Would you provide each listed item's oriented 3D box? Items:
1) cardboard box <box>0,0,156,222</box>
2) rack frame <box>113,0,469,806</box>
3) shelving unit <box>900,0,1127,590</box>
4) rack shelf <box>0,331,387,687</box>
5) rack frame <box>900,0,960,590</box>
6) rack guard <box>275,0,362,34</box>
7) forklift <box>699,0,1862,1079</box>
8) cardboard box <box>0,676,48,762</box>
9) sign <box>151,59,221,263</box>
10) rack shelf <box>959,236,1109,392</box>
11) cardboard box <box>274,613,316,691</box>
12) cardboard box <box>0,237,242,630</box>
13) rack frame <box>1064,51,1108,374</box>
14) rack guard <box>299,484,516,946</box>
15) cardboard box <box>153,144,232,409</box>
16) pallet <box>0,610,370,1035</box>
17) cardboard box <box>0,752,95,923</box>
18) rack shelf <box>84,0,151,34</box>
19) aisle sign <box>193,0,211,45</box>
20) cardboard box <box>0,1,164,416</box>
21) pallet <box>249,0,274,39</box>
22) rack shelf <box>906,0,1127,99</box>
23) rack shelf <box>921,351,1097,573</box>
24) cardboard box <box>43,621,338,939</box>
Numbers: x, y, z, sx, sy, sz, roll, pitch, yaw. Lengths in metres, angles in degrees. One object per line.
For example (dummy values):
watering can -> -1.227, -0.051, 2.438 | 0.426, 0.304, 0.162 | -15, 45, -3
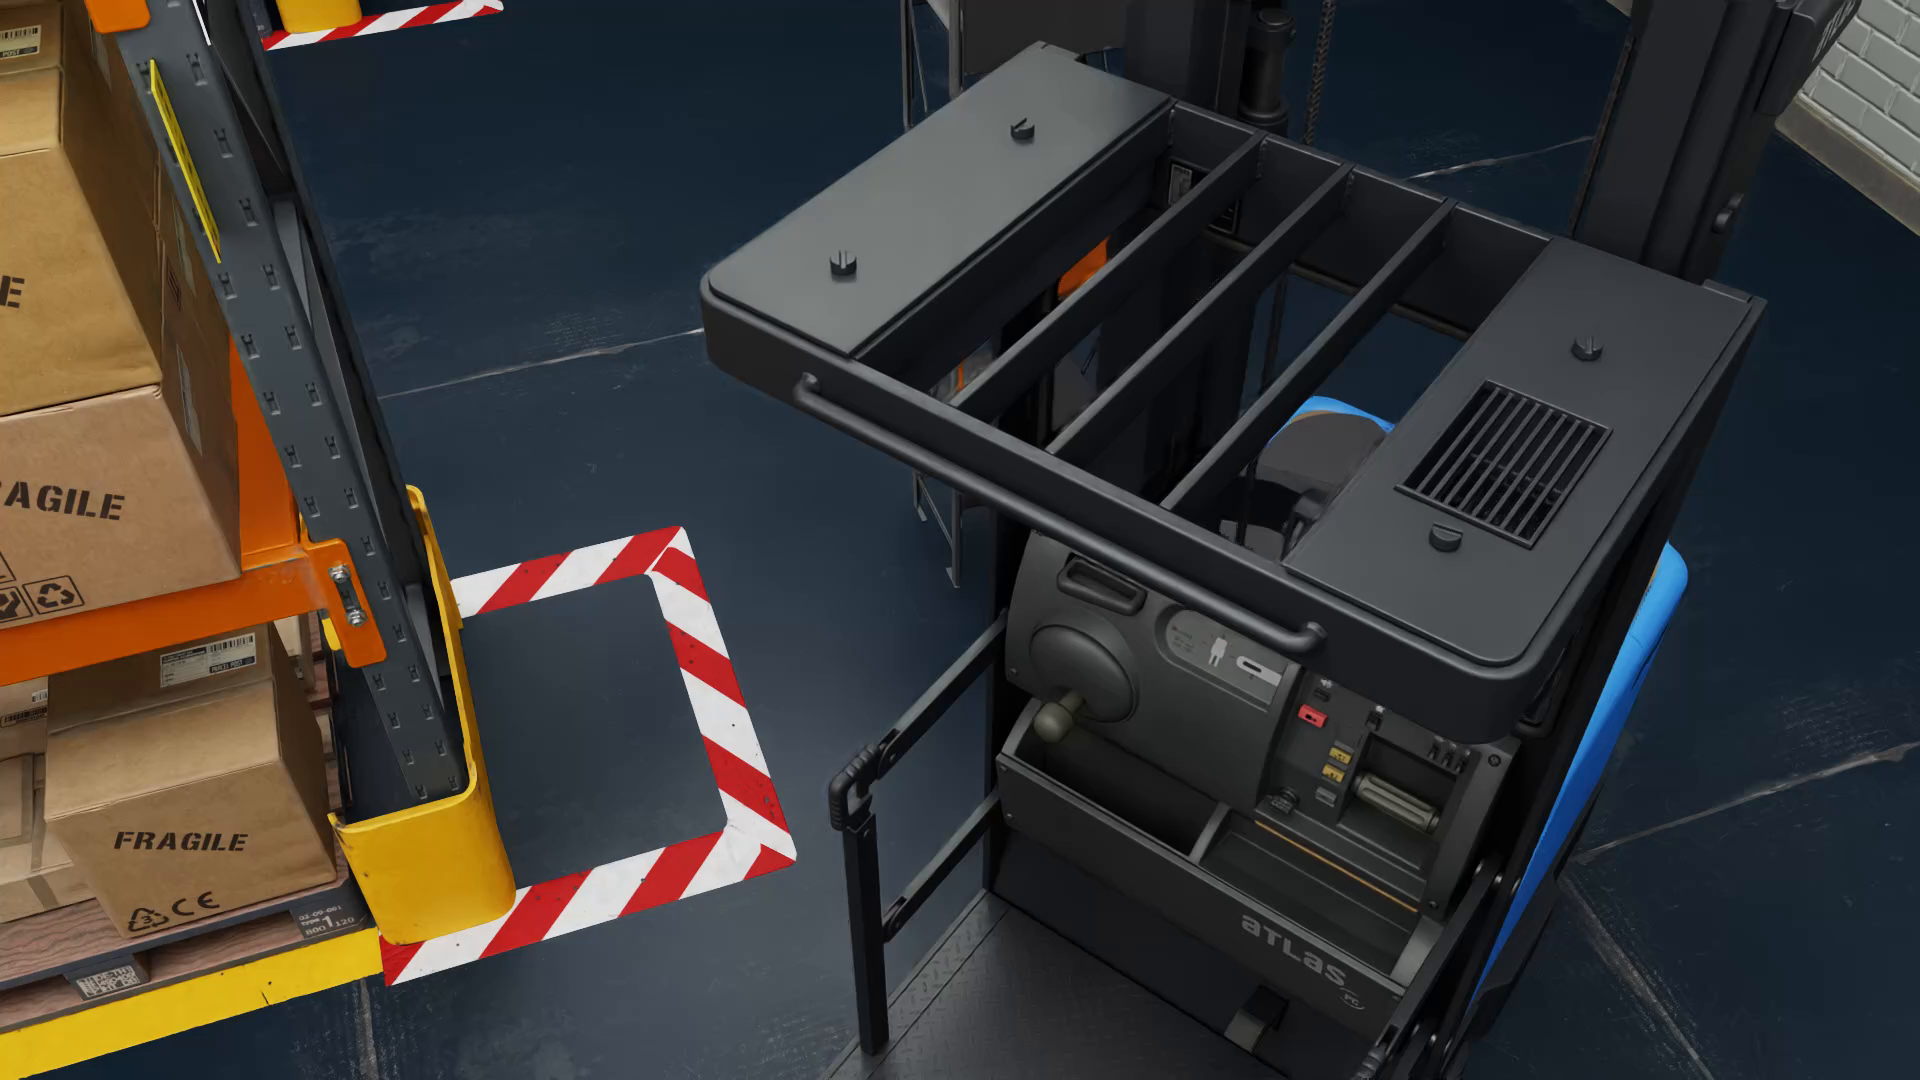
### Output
cardboard box -> -1.931, -0.921, 3.273 | 0.500, 0.500, 0.500 | -13, 47, -13
rack frame -> -1.424, -0.464, 3.594 | 0.127, 3.000, 1.000 | -14, 47, -14
shelving unit -> 0.156, -0.781, 4.546 | 0.503, 2.100, 0.431 | -14, 47, -14
rack shelf -> -3.305, 0.271, 3.370 | 4.000, 0.370, 1.077 | -14, 47, -14
rack frame -> -0.074, -0.722, 4.487 | 0.015, 2.100, 0.400 | -14, 47, -14
rack guard -> -3.087, -2.886, 7.774 | 0.348, 0.500, 1.175 | -14, 47, -14
forklift -> 0.368, 0.380, 2.802 | 1.130, 2.935, 3.031 | 28, 51, 25
cardboard box -> -2.502, 0.414, 4.351 | 0.500, 0.250, 0.500 | -14, 47, -14
sign -> -1.255, -0.609, 2.699 | 0.005, 0.325, 0.100 | -14, 47, -14
rack shelf -> 0.156, -0.771, 4.556 | 0.480, 0.518, 0.431 | -14, 47, -14
cardboard box -> -1.935, 0.259, 4.576 | 0.250, 0.149, 0.380 | -14, 47, -14
cardboard box -> -1.753, -0.210, 3.271 | 0.500, 0.500, 0.500 | -13, 47, -13
rack frame -> 0.385, -0.840, 4.604 | 0.015, 2.100, 0.400 | -14, 47, -14
rack guard -> -1.496, 0.437, 4.461 | 0.348, 0.500, 1.175 | -14, 47, -14
cardboard box -> -1.931, -0.568, 3.628 | 0.500, 0.500, 0.500 | -13, 47, -13
pallet -> -2.245, 0.731, 4.372 | 1.213, 0.211, 1.003 | -14, 47, -14
cardboard box -> -2.263, 0.714, 4.111 | 0.250, 0.166, 0.380 | -14, 47, -14
rack shelf -> -3.305, -0.788, 2.307 | 4.000, 0.370, 1.077 | -14, 47, -14
aisle sign -> -1.256, -1.194, 2.487 | 0.004, 0.787, 0.394 | -14, 47, -14
cardboard box -> -1.749, -0.562, 2.916 | 0.500, 0.500, 0.500 | -15, 47, -14
pallet -> -3.835, -2.534, 7.627 | 1.213, 0.211, 1.003 | -14, 47, -14
rack shelf -> 0.156, -1.266, 4.060 | 0.480, 0.518, 0.431 | -14, 47, -14
rack shelf -> 0.156, -0.277, 5.051 | 0.480, 0.518, 0.431 | -14, 47, -14
cardboard box -> -1.852, 0.558, 4.030 | 0.500, 0.500, 0.500 | -14, 47, -14
